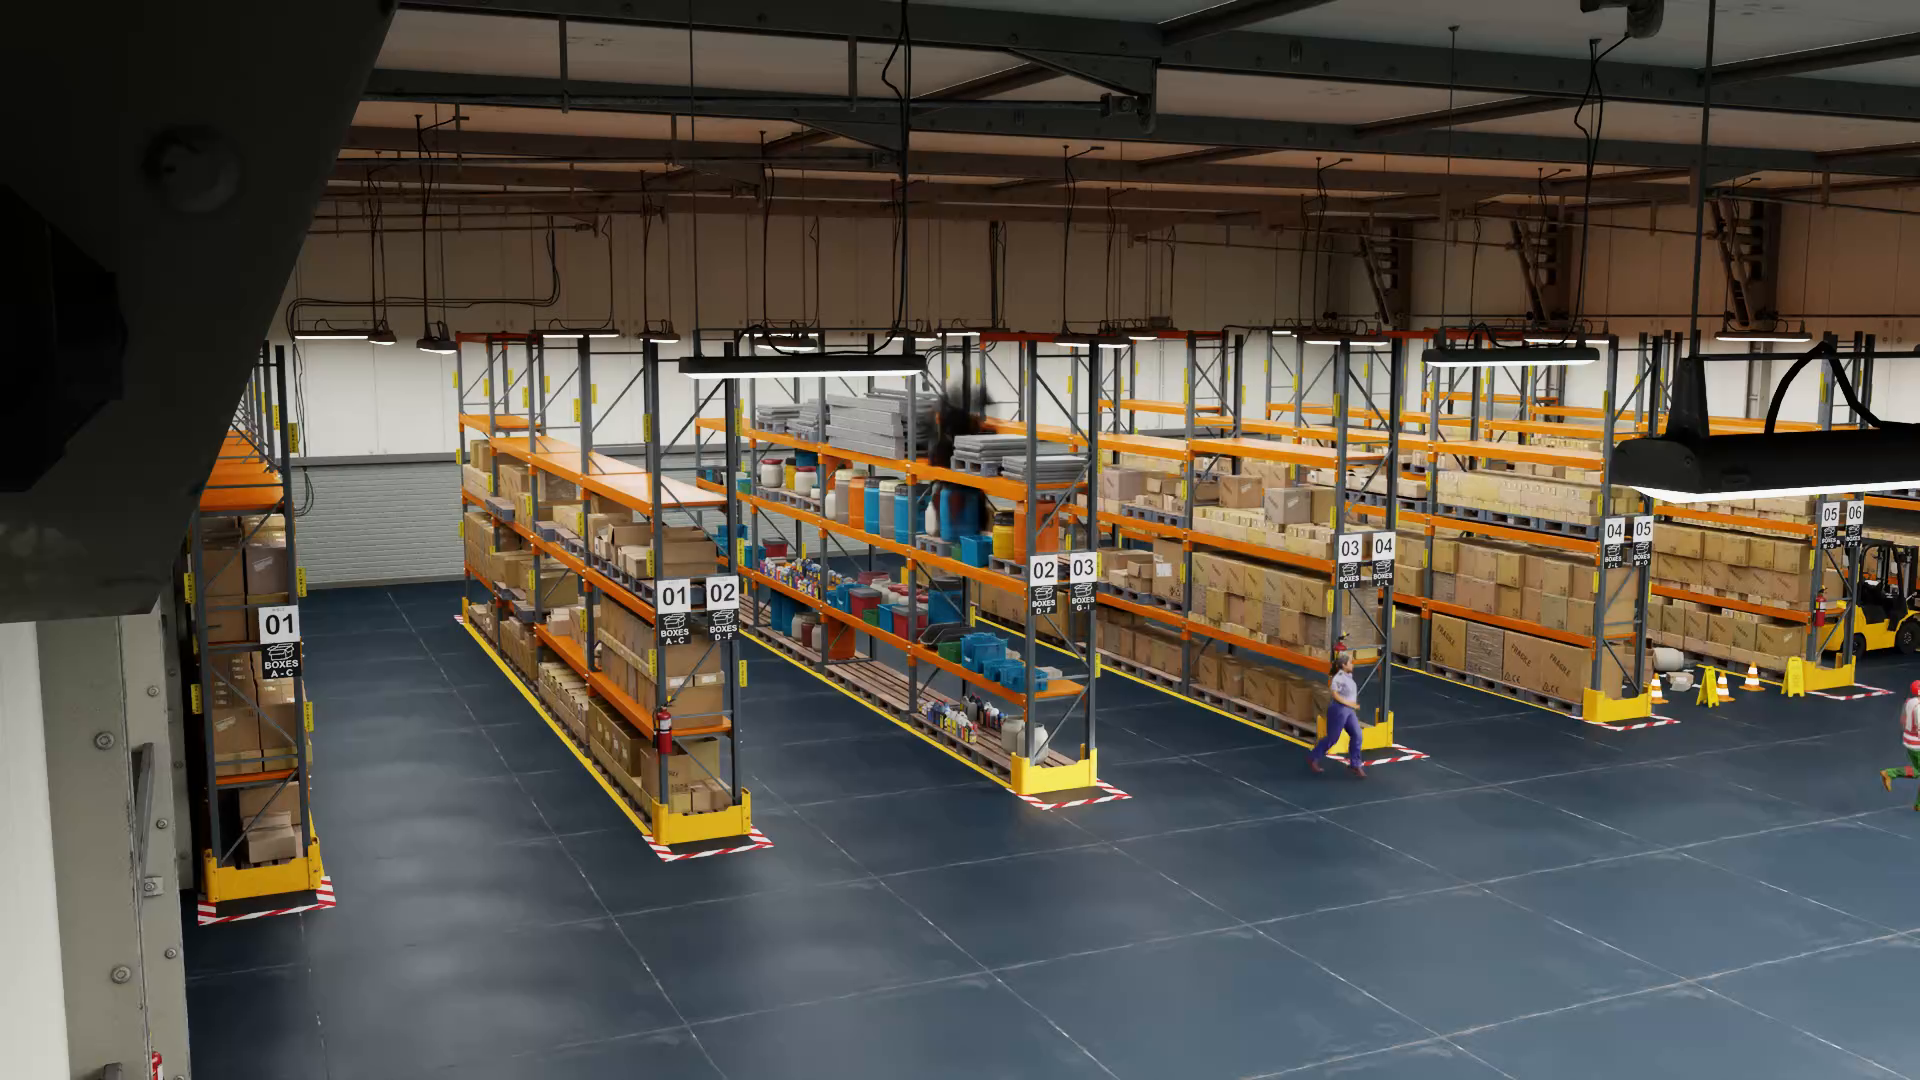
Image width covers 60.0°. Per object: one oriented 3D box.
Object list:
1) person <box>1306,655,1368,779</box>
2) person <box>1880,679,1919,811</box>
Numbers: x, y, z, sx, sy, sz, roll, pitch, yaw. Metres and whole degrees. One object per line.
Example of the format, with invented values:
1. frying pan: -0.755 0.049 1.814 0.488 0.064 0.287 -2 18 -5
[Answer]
1. person: 5.305 2.431 23.075 0.846 1.665 0.695 5 9 32
2. person: 12.214 2.628 21.281 0.675 1.725 0.676 1 8 9
